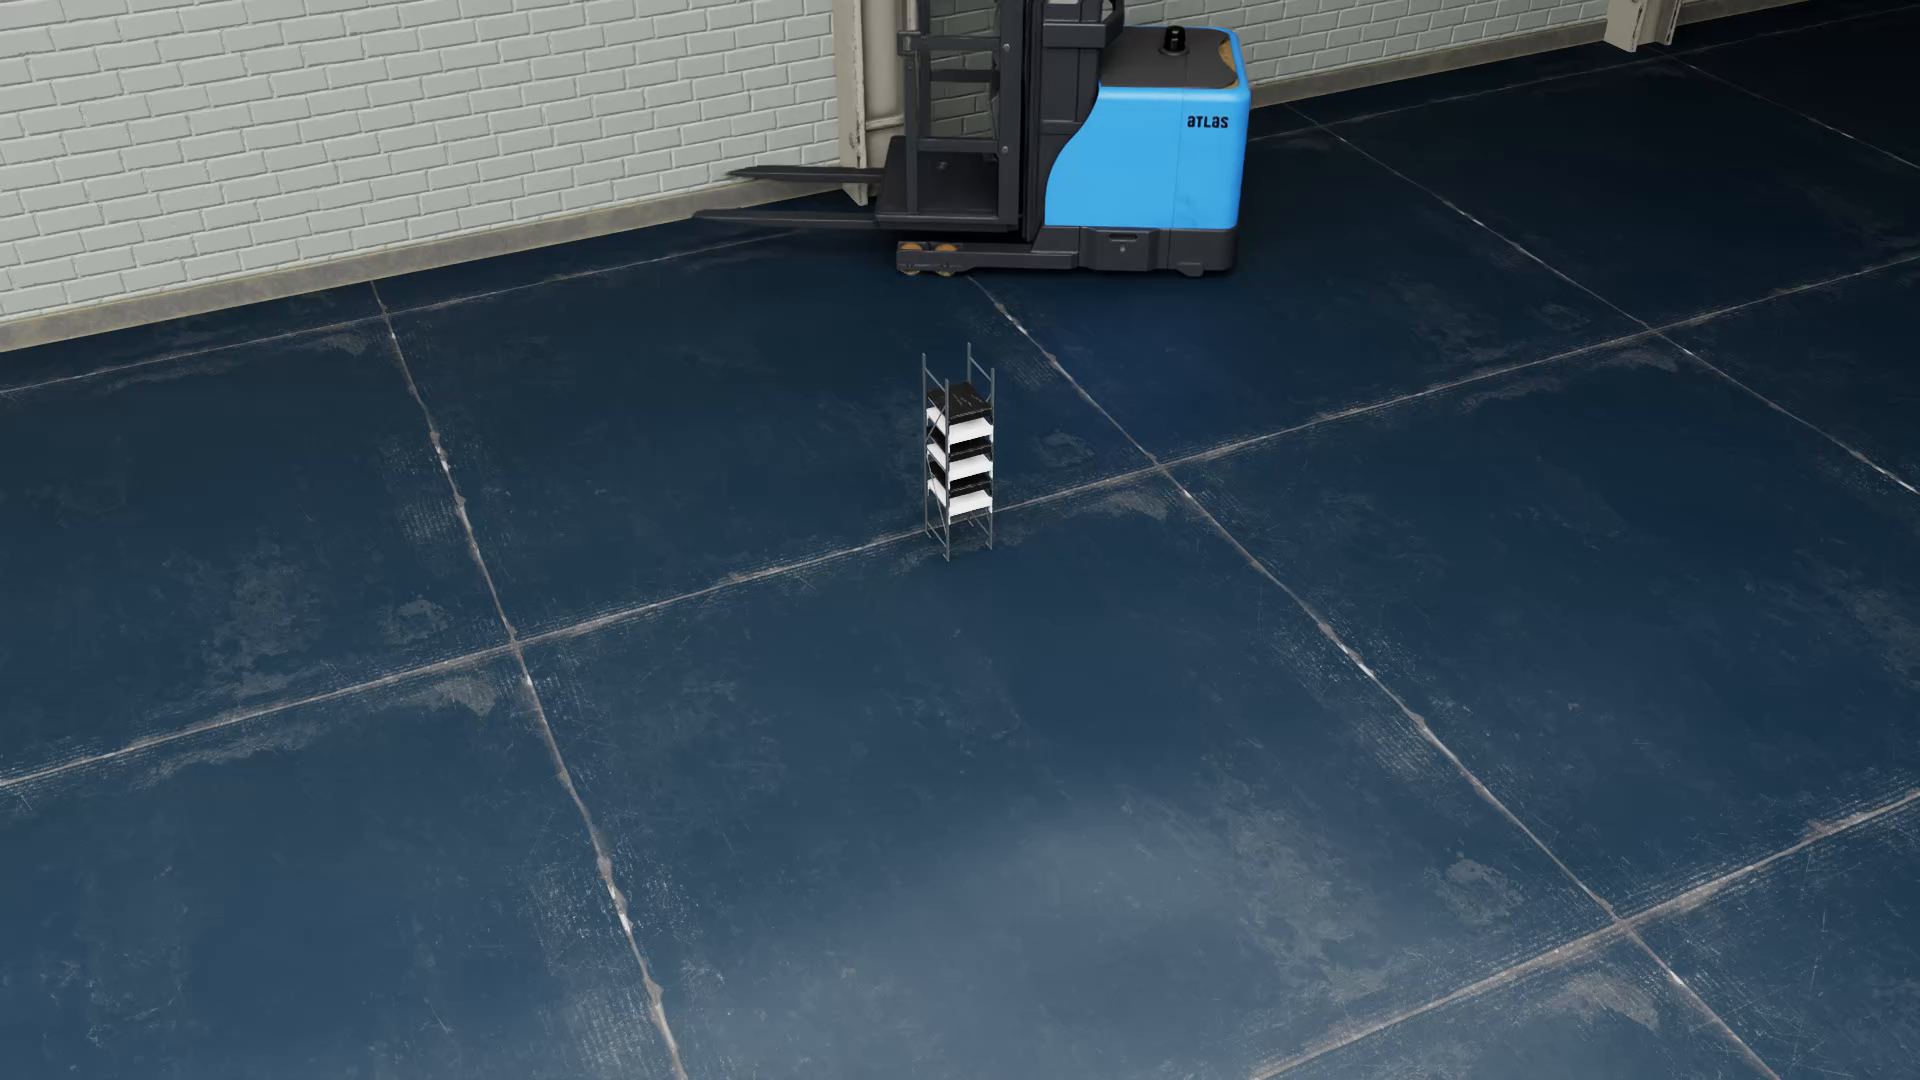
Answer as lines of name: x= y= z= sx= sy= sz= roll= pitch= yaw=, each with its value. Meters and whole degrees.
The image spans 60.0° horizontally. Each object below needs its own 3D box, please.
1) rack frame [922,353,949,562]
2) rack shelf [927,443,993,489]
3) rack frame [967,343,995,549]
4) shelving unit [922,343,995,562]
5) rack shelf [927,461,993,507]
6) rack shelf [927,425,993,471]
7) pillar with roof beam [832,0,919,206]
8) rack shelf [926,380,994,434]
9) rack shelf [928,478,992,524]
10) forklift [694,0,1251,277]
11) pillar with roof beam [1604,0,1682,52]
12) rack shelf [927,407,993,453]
rack frame: x=-0.099 y=-0.334 z=6.944 sx=0.006 sy=0.900 sz=0.240 roll=-16 pitch=39 yaw=-20
rack shelf: x=-0.007 y=-0.333 z=6.999 sx=0.200 sy=0.077 sz=0.258 roll=-16 pitch=39 yaw=-20
rack frame: x=0.085 y=-0.385 z=7.014 sx=0.006 sy=0.900 sz=0.240 roll=-16 pitch=39 yaw=-20
shelving unit: x=-0.007 y=-0.359 z=6.979 sx=0.210 sy=0.900 sz=0.258 roll=-16 pitch=39 yaw=-20
rack shelf: x=-0.007 y=-0.260 z=7.053 sx=0.200 sy=0.077 sz=0.258 roll=-16 pitch=39 yaw=-20
rack shelf: x=-0.007 y=-0.405 z=6.945 sx=0.200 sy=0.077 sz=0.258 roll=-16 pitch=39 yaw=-20
pillar with roof beam: x=1.344 y=-3.423 z=4.312 sx=0.400 sy=9.000 sz=9.100 roll=-16 pitch=39 yaw=-20
rack shelf: x=-0.007 y=-0.549 z=6.838 sx=0.200 sy=0.077 sz=0.258 roll=-16 pitch=39 yaw=-20
rack shelf: x=-0.007 y=-0.188 z=7.106 sx=0.200 sy=0.077 sz=0.258 roll=-16 pitch=39 yaw=-20
forklift: x=0.037 y=-2.958 z=8.778 sx=3.031 sy=2.935 sz=1.130 roll=2 pitch=37 yaw=3
pillar with roof beam: x=6.776 y=-4.942 z=6.359 sx=0.400 sy=9.000 sz=9.100 roll=-16 pitch=39 yaw=-20
rack shelf: x=-0.007 y=-0.477 z=6.892 sx=0.200 sy=0.077 sz=0.258 roll=-16 pitch=39 yaw=-20
